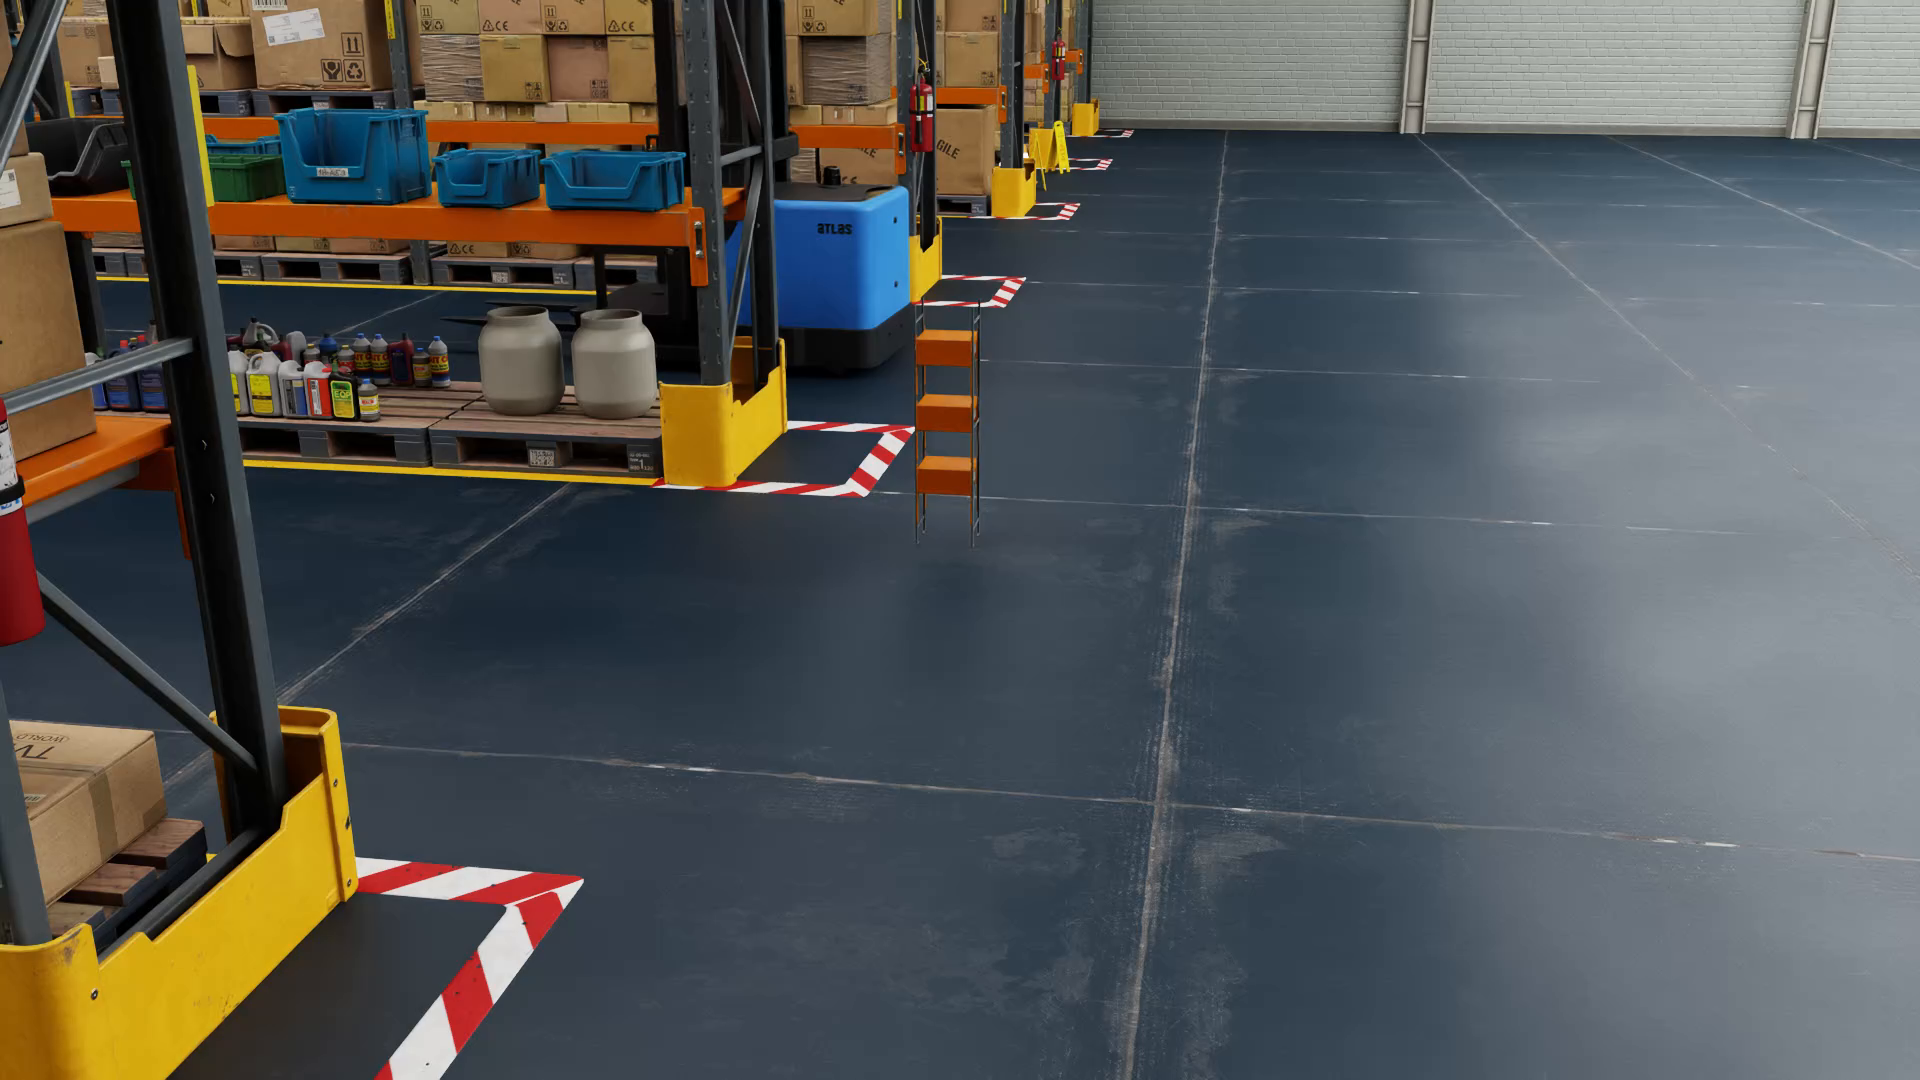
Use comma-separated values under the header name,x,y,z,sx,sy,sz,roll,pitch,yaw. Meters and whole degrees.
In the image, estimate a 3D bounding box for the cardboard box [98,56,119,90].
name,x,y,z,sx,sy,sz,roll,pitch,yaw
cardboard box,-6.609,-3.803,13.515,0.500,0.250,0.500,2,19,7

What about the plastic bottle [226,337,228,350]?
name,x,y,z,sx,sy,sz,roll,pitch,yaw
plastic bottle,-4.193,-1.079,9.281,0.185,0.351,0.144,2,19,6

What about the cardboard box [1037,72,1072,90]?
name,x,y,z,sx,sy,sz,roll,pitch,yaw
cardboard box,1.523,-7.383,26.738,0.500,0.250,0.500,4,19,10

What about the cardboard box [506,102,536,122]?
name,x,y,z,sx,sy,sz,roll,pitch,yaw
cardboard box,-3.369,-3.375,13.060,0.250,0.149,0.380,3,19,9

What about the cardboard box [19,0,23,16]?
name,x,y,z,sx,sy,sz,roll,pitch,yaw
cardboard box,-13.105,-7.699,23.853,0.500,0.500,0.500,3,19,8

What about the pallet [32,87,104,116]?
name,x,y,z,sx,sy,sz,roll,pitch,yaw
pallet,-7.507,-3.738,14.049,1.003,0.211,1.213,3,19,9

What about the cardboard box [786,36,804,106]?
name,x,y,z,sx,sy,sz,roll,pitch,yaw
cardboard box,-1.380,-3.641,12.831,0.500,0.500,0.875,3,19,9

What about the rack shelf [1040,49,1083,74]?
name,x,y,z,sx,sy,sz,roll,pitch,yaw
rack shelf,0.052,-7.848,27.164,4.000,0.370,1.077,3,19,9

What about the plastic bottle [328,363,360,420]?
name,x,y,z,sx,sy,sz,roll,pitch,yaw
plastic bottle,-3.115,-0.752,8.412,0.133,0.283,0.061,3,19,10

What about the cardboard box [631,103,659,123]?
name,x,y,z,sx,sy,sz,roll,pitch,yaw
cardboard box,-2.376,-3.336,12.942,0.250,0.149,0.380,3,19,9

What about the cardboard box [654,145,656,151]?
name,x,y,z,sx,sy,sz,roll,pitch,yaw
cardboard box,-2.782,-4.317,18.163,0.875,0.875,0.875,3,19,9

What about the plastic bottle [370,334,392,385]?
name,x,y,z,sx,sy,sz,roll,pitch,yaw
plastic bottle,-3.193,-0.998,9.164,0.097,0.271,0.097,0,18,0

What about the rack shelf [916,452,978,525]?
name,x,y,z,sx,sy,sz,roll,pitch,yaw
rack shelf,-0.053,-0.227,7.236,0.240,0.259,0.215,3,19,9

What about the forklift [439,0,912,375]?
name,x,y,z,sx,sy,sz,roll,pitch,yaw
forklift,-1.890,-2.636,10.562,3.031,2.935,1.130,4,19,12

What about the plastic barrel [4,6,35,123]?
name,x,y,z,sx,sy,sz,roll,pitch,yaw
plastic barrel,-5.397,-2.430,9.049,0.708,0.901,0.600,3,19,9

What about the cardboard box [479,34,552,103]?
name,x,y,z,sx,sy,sz,roll,pitch,yaw
cardboard box,-3.356,-3.740,13.127,0.500,0.500,0.875,3,19,9

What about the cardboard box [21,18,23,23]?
name,x,y,z,sx,sy,sz,roll,pitch,yaw
cardboard box,-10.445,-5.754,18.568,0.250,0.149,0.380,3,19,9

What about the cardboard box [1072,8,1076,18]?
name,x,y,z,sx,sy,sz,roll,pitch,yaw
cardboard box,1.733,-8.542,26.925,0.250,0.149,0.380,2,19,7

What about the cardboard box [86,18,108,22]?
name,x,y,z,sx,sy,sz,roll,pitch,yaw
cardboard box,-9.431,-5.702,18.414,0.250,0.149,0.380,3,19,10

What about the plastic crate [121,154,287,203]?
name,x,y,z,sx,sy,sz,roll,pitch,yaw
plastic crate,-3.768,-1.821,8.352,0.662,0.188,0.450,3,19,9

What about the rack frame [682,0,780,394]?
name,x,y,z,sx,sy,sz,roll,pitch,yaw
rack frame,-1.114,-1.877,8.185,0.127,3.000,1.000,3,19,9

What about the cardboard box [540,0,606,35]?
name,x,y,z,sx,sy,sz,roll,pitch,yaw
cardboard box,-2.887,-4.140,12.747,0.500,0.500,0.500,3,19,9

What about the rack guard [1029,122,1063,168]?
name,x,y,z,sx,sy,sz,roll,pitch,yaw
rack guard,1.168,-5.352,22.509,0.348,0.500,1.175,3,19,9

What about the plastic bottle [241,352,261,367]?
name,x,y,z,sx,sy,sz,roll,pitch,yaw
plastic bottle,-3.728,-0.841,8.689,0.135,0.276,0.152,3,19,9

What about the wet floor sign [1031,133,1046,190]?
name,x,y,z,sx,sy,sz,roll,pitch,yaw
wet floor sign,0.900,-4.480,19.674,0.232,0.644,0.267,0,19,-1

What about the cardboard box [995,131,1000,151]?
name,x,y,z,sx,sy,sz,roll,pitch,yaw
cardboard box,0.379,-5.386,22.344,0.500,0.250,0.500,3,19,8

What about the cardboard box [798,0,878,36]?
name,x,y,z,sx,sy,sz,roll,pitch,yaw
cardboard box,-0.911,-4.041,12.452,0.500,0.500,0.500,3,19,9

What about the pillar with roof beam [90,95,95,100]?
name,x,y,z,sx,sy,sz,roll,pitch,yaw
pillar with roof beam,-16.973,-10.808,25.423,0.400,9.000,9.100,3,19,9

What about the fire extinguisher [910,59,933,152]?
name,x,y,z,sx,sy,sz,roll,pitch,yaw
fire extinguisher,-0.289,-3.242,12.386,0.183,0.674,0.296,3,19,9

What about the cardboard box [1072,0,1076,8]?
name,x,y,z,sx,sy,sz,roll,pitch,yaw
cardboard box,1.729,-8.668,26.834,0.250,0.149,0.380,3,19,8

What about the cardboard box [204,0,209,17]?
name,x,y,z,sx,sy,sz,roll,pitch,yaw
cardboard box,-11.037,-7.759,24.030,0.500,0.500,0.500,3,19,9

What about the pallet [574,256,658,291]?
name,x,y,z,sx,sy,sz,roll,pitch,yaw
pallet,-2.401,-2.224,13.617,1.213,0.211,1.003,3,19,9

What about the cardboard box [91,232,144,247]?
name,x,y,z,sx,sy,sz,roll,pitch,yaw
cardboard box,-7.013,-2.803,14.199,0.500,0.500,0.700,1,19,4

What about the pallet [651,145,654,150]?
name,x,y,z,sx,sy,sz,roll,pitch,yaw
pallet,-4.683,-5.511,23.442,1.213,0.211,1.003,3,19,9

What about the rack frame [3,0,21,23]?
name,x,y,z,sx,sy,sz,roll,pitch,yaw
rack frame,-8.227,-3.831,14.026,0.127,3.000,1.000,3,19,9

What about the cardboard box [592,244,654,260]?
name,x,y,z,sx,sy,sz,roll,pitch,yaw
cardboard box,-2.697,-2.578,13.558,0.500,0.500,0.500,1,19,4

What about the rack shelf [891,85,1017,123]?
name,x,y,z,sx,sy,sz,roll,pitch,yaw
rack shelf,-1.417,-4.737,17.866,4.000,0.370,1.077,3,19,9

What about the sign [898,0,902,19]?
name,x,y,z,sx,sy,sz,roll,pitch,yaw
sign,-0.437,-3.955,12.072,0.005,0.325,0.100,3,19,9

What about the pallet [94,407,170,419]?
name,x,y,z,sx,sy,sz,roll,pitch,yaw
pallet,-4.407,-0.709,9.089,1.213,0.211,1.003,3,19,9

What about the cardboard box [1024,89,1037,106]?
name,x,y,z,sx,sy,sz,roll,pitch,yaw
cardboard box,1.003,-7.176,26.906,0.500,0.250,0.500,3,19,8

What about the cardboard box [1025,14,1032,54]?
name,x,y,z,sx,sy,sz,roll,pitch,yaw
cardboard box,0.664,-6.663,21.862,0.500,0.500,0.500,3,19,8

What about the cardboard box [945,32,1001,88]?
name,x,y,z,sx,sy,sz,roll,pitch,yaw
cardboard box,0.184,-5.053,17.441,0.550,0.550,0.875,3,19,9

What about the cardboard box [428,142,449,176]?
name,x,y,z,sx,sy,sz,roll,pitch,yaw
cardboard box,-5.890,-4.410,18.641,0.750,0.750,1.050,3,19,9

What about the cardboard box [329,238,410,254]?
name,x,y,z,sx,sy,sz,roll,pitch,yaw
cardboard box,-4.881,-2.691,13.863,0.500,0.500,0.700,1,19,4

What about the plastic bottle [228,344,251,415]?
name,x,y,z,sx,sy,sz,roll,pitch,yaw
plastic bottle,-3.726,-0.829,8.535,0.185,0.351,0.144,3,19,8

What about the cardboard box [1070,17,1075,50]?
name,x,y,z,sx,sy,sz,roll,pitch,yaw
cardboard box,1.582,-8.248,27.068,0.500,0.500,0.500,4,19,10

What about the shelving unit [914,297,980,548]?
name,x,y,z,sx,sy,sz,roll,pitch,yaw
shelving unit,-0.053,-0.501,7.145,0.252,1.050,0.215,3,19,9

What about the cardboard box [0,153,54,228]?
name,x,y,z,sx,sy,sz,roll,pitch,yaw
cardboard box,-2.257,-0.767,3.689,0.250,0.149,0.380,3,19,8

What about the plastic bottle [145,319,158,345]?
name,x,y,z,sx,sy,sz,roll,pitch,yaw
plastic bottle,-4.405,-1.043,9.175,0.185,0.351,0.144,3,19,9

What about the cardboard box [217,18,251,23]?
name,x,y,z,sx,sy,sz,roll,pitch,yaw
cardboard box,-7.898,-5.623,18.178,0.250,0.149,0.380,2,19,6

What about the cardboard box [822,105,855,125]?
name,x,y,z,sx,sy,sz,roll,pitch,yaw
cardboard box,-0.890,-3.272,12.750,0.250,0.149,0.380,3,19,9

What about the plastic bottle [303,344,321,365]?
name,x,y,z,sx,sy,sz,roll,pitch,yaw
plastic bottle,-3.593,-0.985,9.236,0.097,0.201,0.097,0,18,0

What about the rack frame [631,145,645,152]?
name,x,y,z,sx,sy,sz,roll,pitch,yaw
rack frame,-3.392,-5.179,18.053,0.127,3.000,1.000,3,19,9
